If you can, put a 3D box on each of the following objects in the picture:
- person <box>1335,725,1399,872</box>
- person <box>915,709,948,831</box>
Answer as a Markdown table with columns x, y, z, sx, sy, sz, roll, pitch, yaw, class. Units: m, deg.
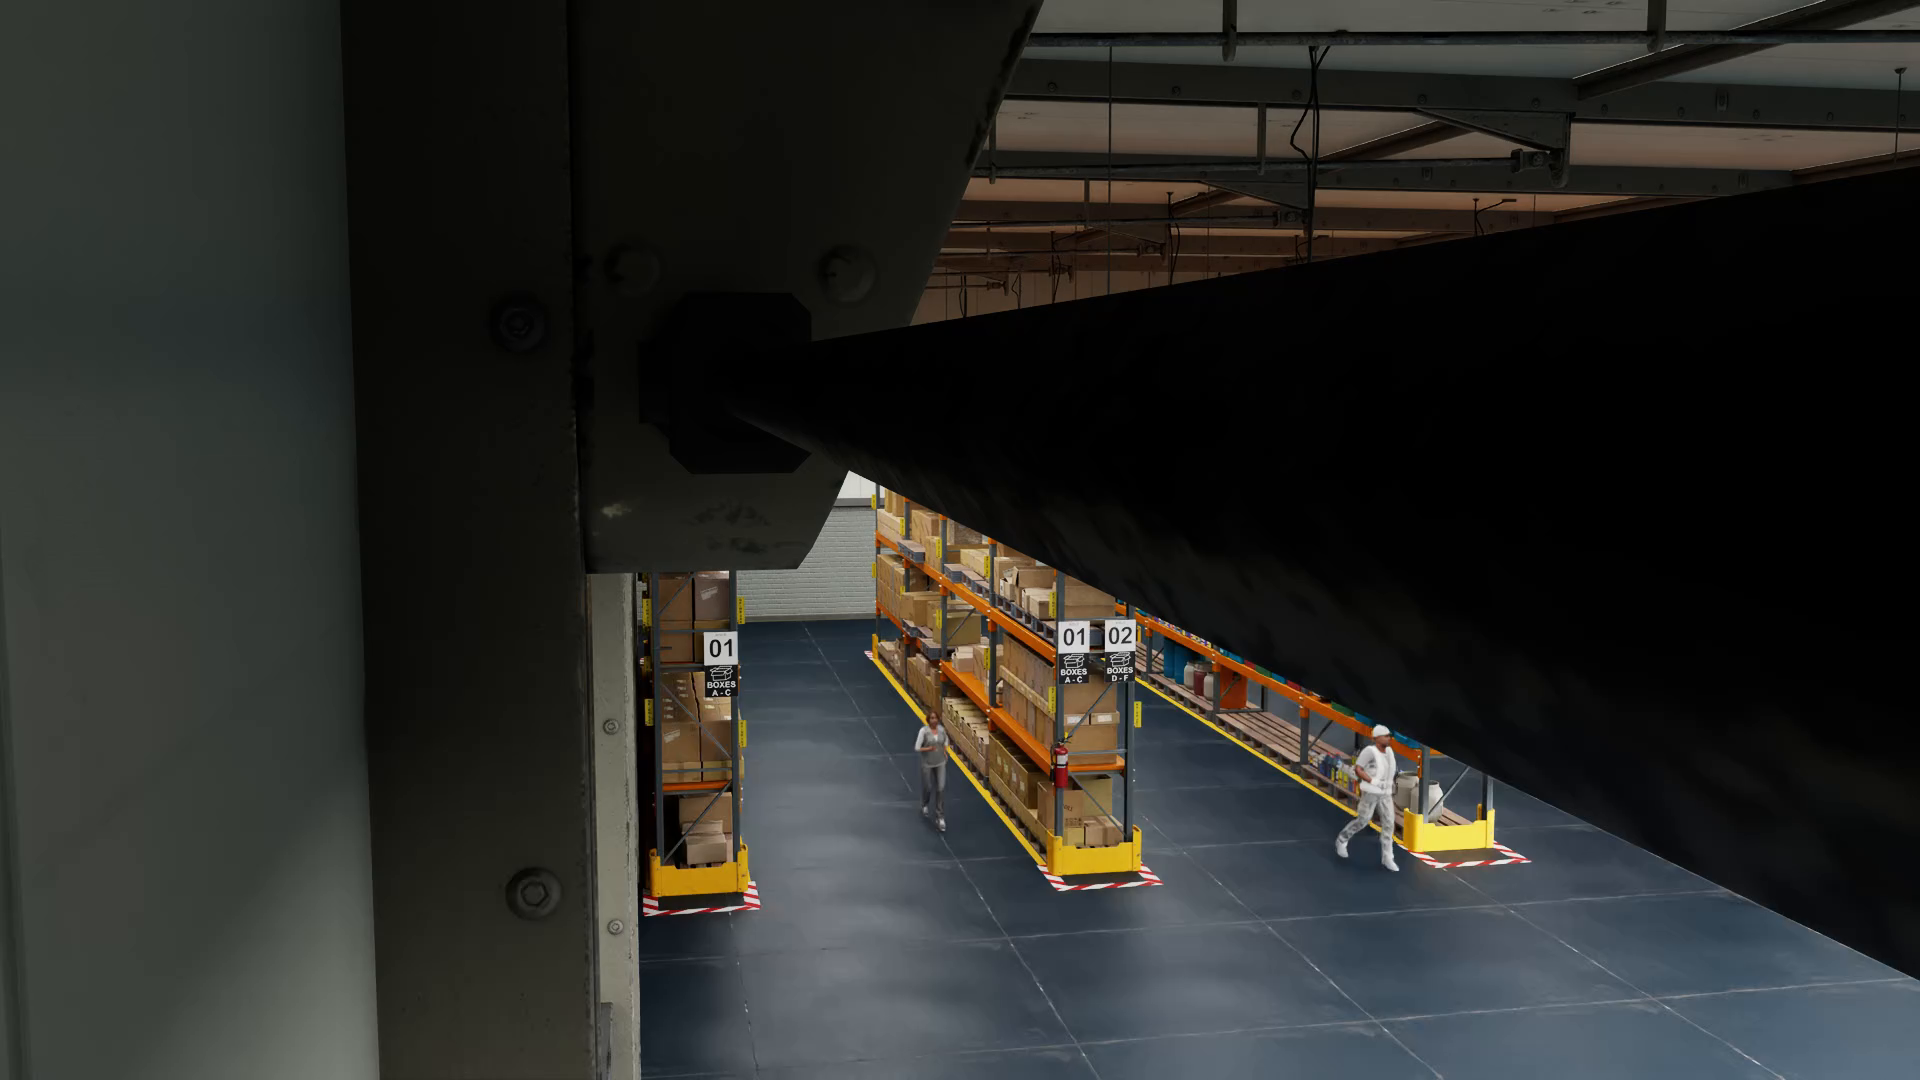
| x | y | z | sx | sy | sz | roll | pitch | yaw | class |
| --- | --- | --- | --- | --- | --- | --- | --- | --- | --- |
| 5.364 | 3.255 | 21.299 | 0.742 | 1.772 | 0.958 | -4 | 7 | -33 | person |
| -0.373 | 3.146 | 23.066 | 0.532 | 1.612 | 0.786 | -2 | 6 | -15 | person |
